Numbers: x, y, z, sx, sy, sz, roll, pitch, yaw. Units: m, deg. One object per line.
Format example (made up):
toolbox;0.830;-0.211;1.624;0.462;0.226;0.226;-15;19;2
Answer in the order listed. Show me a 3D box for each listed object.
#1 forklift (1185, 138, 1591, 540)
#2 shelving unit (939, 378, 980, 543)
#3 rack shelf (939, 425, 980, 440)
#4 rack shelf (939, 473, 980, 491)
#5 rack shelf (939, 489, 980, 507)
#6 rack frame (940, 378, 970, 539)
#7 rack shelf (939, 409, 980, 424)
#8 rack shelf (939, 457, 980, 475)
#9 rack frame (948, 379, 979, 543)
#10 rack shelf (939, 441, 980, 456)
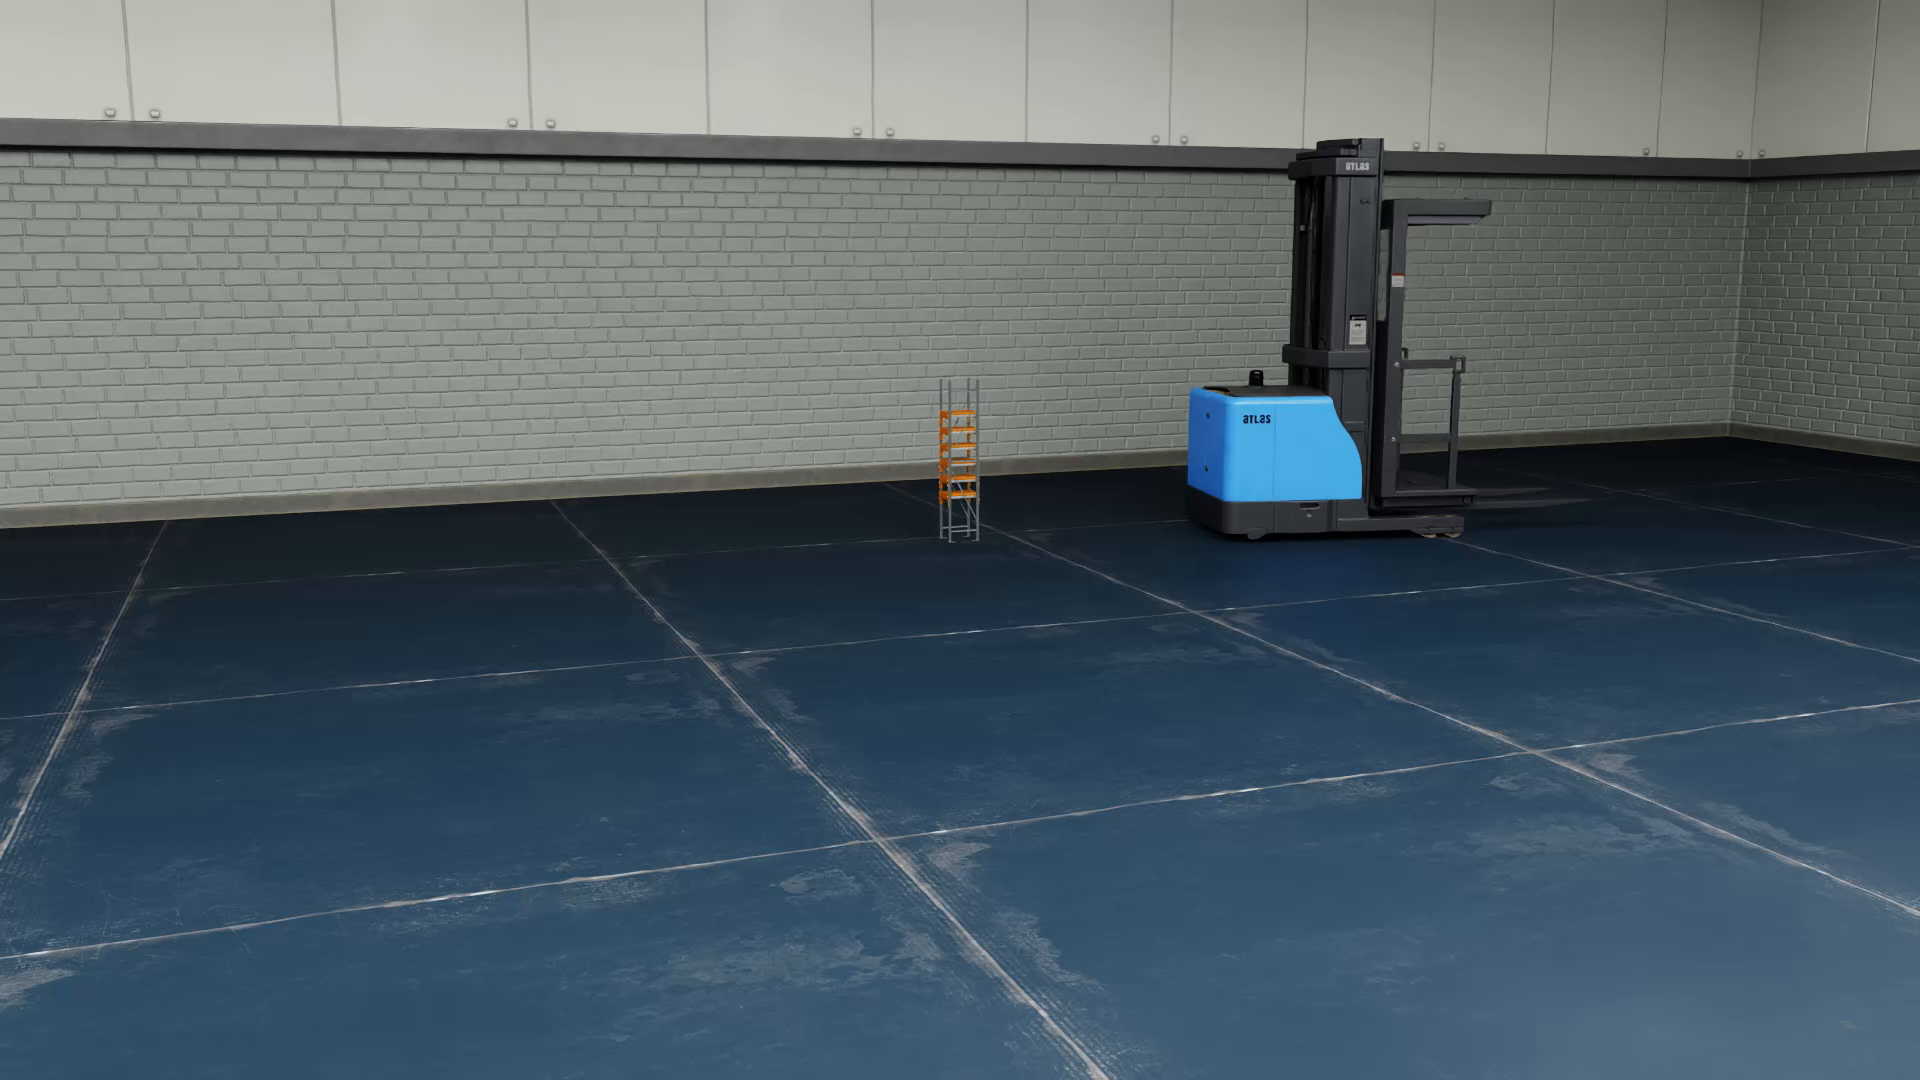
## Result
forklift;3.346;-1.546;12.744;3.031;2.935;1.130;-2;10;-10
shelving unit;-0.005;-0.593;12.328;0.258;1.200;0.189;-4;11;-21
rack shelf;-0.005;-0.786;12.294;0.258;0.103;0.180;-4;11;-21
rack shelf;-0.005;-0.431;12.357;0.258;0.103;0.180;-4;11;-21
rack shelf;-0.005;-0.313;12.378;0.258;0.103;0.180;-4;11;-21
rack frame;-0.038;-0.608;12.412;0.240;1.200;0.006;-4;11;-21
rack shelf;-0.005;-0.904;12.273;0.258;0.103;0.180;-4;11;-21
rack shelf;-0.005;-0.549;12.336;0.258;0.103;0.180;-4;11;-21
rack frame;0.028;-0.578;12.244;0.240;1.200;0.006;-4;11;-21
rack shelf;-0.005;-0.667;12.315;0.258;0.103;0.180;-4;11;-21
